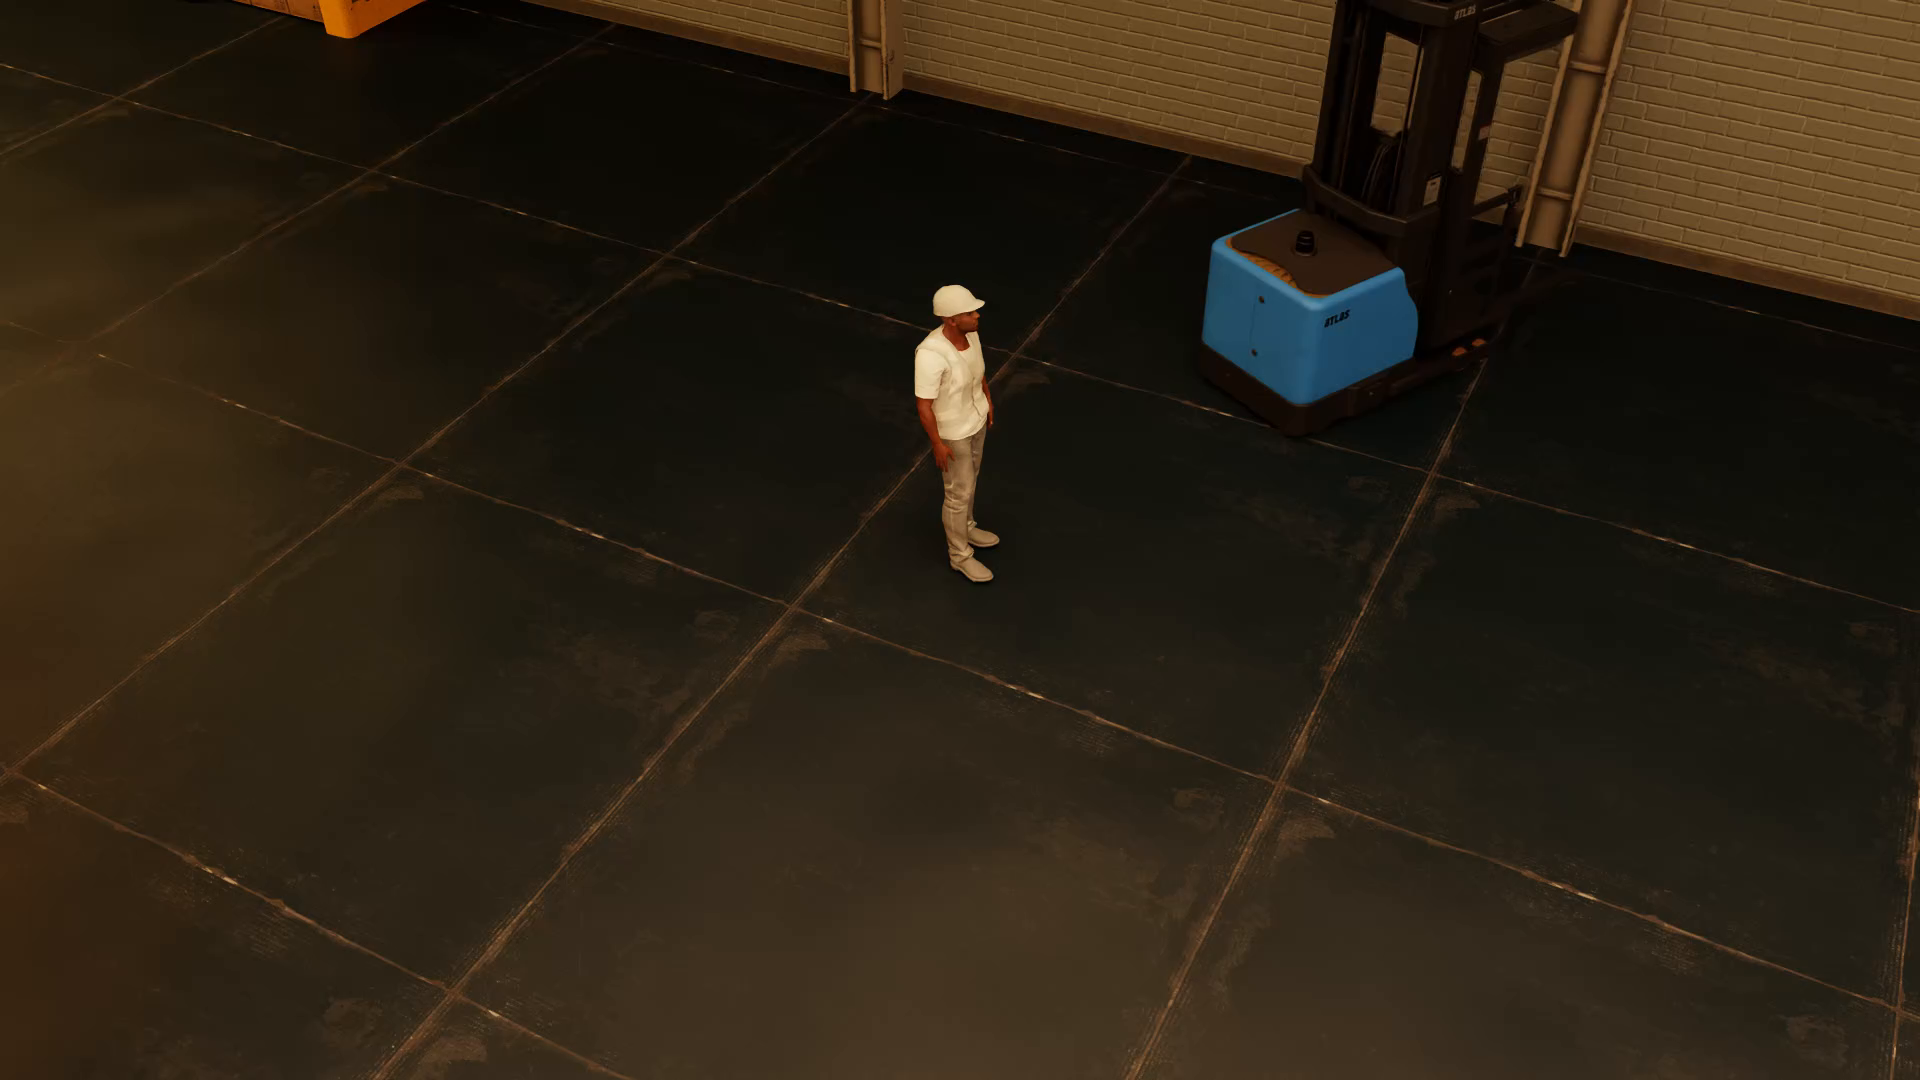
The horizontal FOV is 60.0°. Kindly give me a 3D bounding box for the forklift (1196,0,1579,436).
[{"bbox_3d":[3.143,-2.560,11.026,3.031,2.935,1.130,-24,46,-26],"label":"forklift"}]

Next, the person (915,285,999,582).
[{"bbox_3d":[0.059,-0.657,9.660,0.577,1.765,0.666,18,43,21],"label":"person"}]
